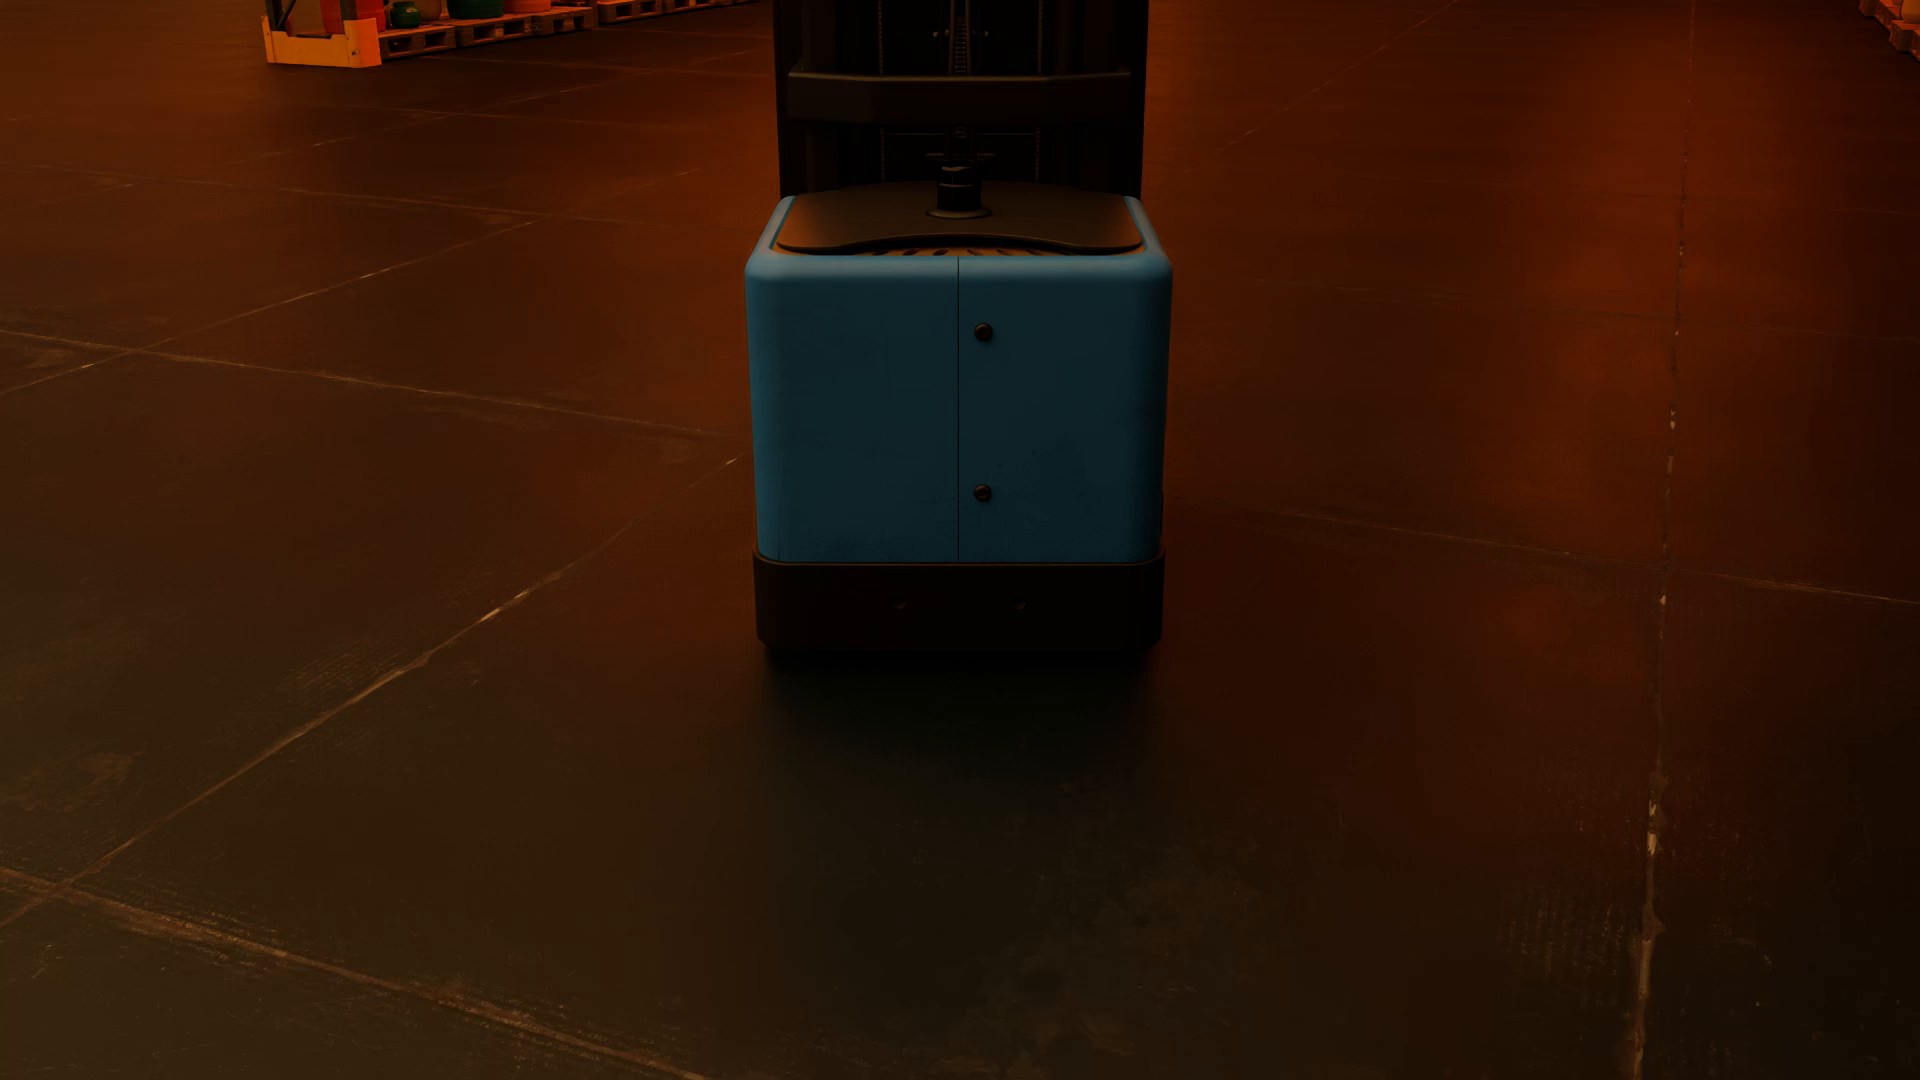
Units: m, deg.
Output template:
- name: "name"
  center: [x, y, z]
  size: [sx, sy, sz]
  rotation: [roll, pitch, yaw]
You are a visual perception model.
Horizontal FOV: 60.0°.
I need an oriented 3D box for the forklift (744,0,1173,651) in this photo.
- name: "forklift"
  center: [0.002, -1.587, 5.089]
  size: [1.130, 2.935, 3.031]
  rotation: [0, 23, 0]
